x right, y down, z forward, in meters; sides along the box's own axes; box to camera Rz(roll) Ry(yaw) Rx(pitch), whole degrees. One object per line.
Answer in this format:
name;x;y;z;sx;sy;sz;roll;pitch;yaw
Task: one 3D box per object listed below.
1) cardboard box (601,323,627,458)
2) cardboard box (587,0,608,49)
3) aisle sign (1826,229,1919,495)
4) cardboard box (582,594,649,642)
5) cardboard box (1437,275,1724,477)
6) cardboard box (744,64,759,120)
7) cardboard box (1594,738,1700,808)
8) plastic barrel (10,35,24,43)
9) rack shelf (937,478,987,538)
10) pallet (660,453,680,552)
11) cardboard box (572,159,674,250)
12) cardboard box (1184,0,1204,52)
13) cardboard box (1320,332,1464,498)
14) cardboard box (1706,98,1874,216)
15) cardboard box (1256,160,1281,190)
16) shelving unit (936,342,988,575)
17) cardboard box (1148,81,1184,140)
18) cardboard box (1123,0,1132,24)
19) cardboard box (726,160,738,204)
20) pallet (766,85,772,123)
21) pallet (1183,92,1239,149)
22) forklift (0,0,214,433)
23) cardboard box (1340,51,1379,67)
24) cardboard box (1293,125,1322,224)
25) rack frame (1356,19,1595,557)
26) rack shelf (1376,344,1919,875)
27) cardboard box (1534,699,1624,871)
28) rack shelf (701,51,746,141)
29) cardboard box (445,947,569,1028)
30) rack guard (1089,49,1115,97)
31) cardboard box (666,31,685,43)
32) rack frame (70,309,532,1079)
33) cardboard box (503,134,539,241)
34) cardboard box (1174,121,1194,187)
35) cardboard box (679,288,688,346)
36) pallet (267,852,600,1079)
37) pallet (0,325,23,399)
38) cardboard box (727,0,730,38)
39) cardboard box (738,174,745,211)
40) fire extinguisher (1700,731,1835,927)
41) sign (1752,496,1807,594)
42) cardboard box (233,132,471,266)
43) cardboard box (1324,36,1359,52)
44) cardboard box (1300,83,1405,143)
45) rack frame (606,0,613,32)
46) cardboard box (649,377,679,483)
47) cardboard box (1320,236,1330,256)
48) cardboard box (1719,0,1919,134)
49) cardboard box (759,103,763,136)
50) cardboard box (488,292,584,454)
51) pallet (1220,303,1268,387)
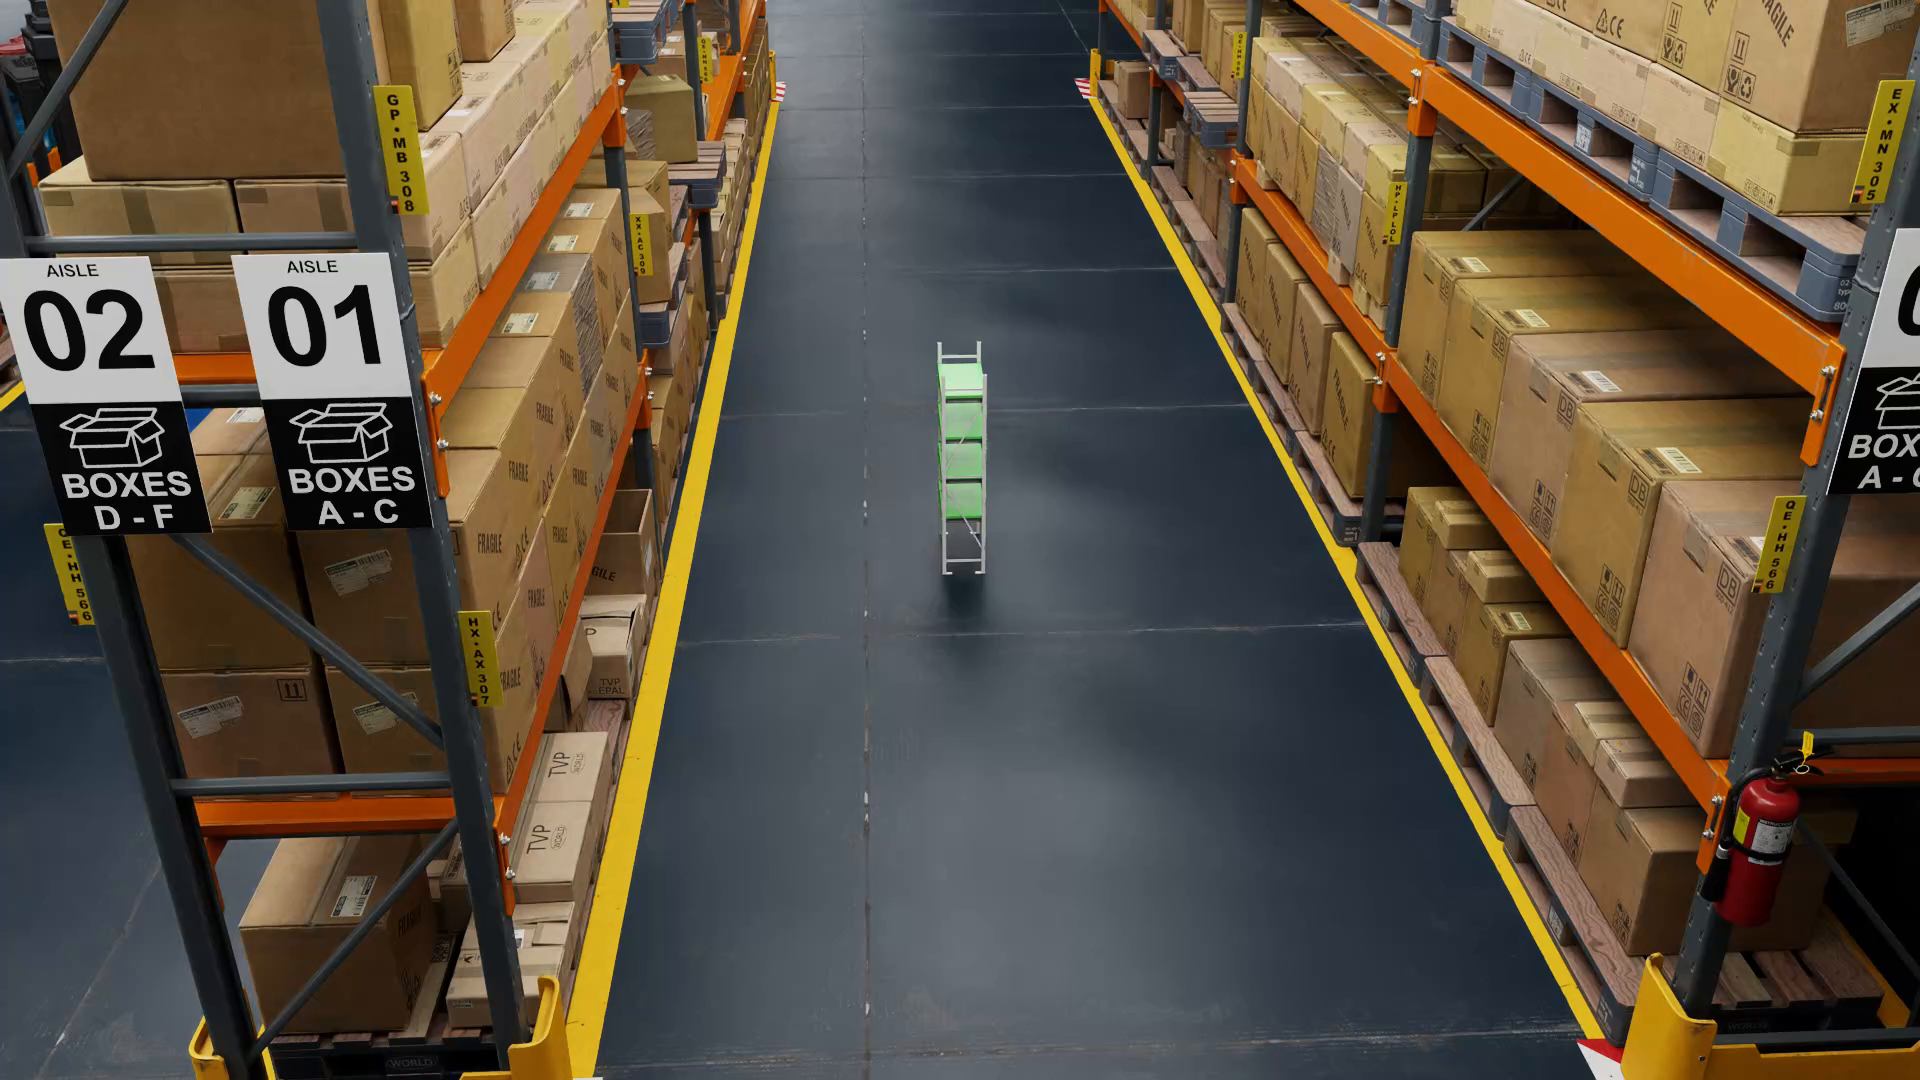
cardboard box;-1.853;-0.680;7.702;0.500;0.500;0.500;-1;28;-1
cardboard box;-1.867;-2.365;7.419;0.500;0.250;0.500;-1;28;-3
aisle sign;2.696;-0.484;4.624;0.394;0.787;0.004;-1;28;-3
cardboard box;-1.771;0.399;8.349;0.380;0.149;0.250;-1;28;-3
cardboard box;2.828;-0.764;7.648;0.980;0.700;0.700;-2;28;-4
cardboard box;-2.327;-4.545;16.928;0.500;0.500;0.500;-1;28;-3
cardboard box;2.667;0.886;6.354;0.380;0.149;0.250;-2;28;-3
plastic barrel;-7.659;-3.949;13.931;0.433;0.535;0.433;0;28;0
rack shelf;0.009;-0.186;9.467;0.258;0.148;0.480;-1;28;-3
pallet;-2.244;-0.236;9.975;1.003;0.211;1.213;-1;28;-3
cardboard box;-2.064;-1.869;9.528;0.700;0.500;0.500;3;28;5
cardboard box;2.380;-4.659;14.856;0.700;0.500;0.500;1;28;3
cardboard box;2.619;-0.750;9.814;0.750;0.750;0.750;-1;28;-2
cardboard box;2.689;-1.198;5.160;0.500;0.250;0.500;-1;28;-1
cardboard box;2.294;-2.565;11.675;0.380;0.149;0.250;-1;28;-1
shelving unit;0.009;-0.456;9.326;0.258;1.200;0.503;-1;28;-3
cardboard box;2.271;-4.479;17.322;0.500;0.500;0.500;-3;28;-7
cardboard box;1.979;-5.530;17.250;0.500;0.250;0.500;-2;28;-3
cardboard box;-2.194;-3.126;14.412;0.500;0.311;0.500;-2;28;-3
pallet;-2.708;-5.051;19.207;1.003;0.211;1.213;-1;28;-3
pallet;2.431;-3.308;13.057;1.213;0.211;1.003;-1;28;-3
forklift;-4.999;-1.906;10.236;1.130;2.935;3.031;-18;33;-31
cardboard box;2.880;-3.142;11.268;0.500;0.250;0.500;-2;28;-4
cardboard box;2.422;-2.310;10.484;0.500;0.500;0.500;-1;28;-1
rack frame;2.783;-1.220;8.845;1.000;3.000;0.127;-1;28;-3
rack shelf;2.888;0.023;7.240;1.077;0.370;4.000;-1;28;-3
cardboard box;2.829;0.998;6.842;0.700;0.500;0.500;-1;28;-3
rack shelf;-2.477;-3.550;14.091;1.077;0.370;4.000;-1;28;-3
cardboard box;-1.633;1.616;6.014;0.380;0.149;0.250;-1;28;-3
rack guard;2.161;-5.618;19.981;1.175;0.500;0.348;-1;28;-3
cardboard box;-2.504;-4.007;14.082;0.500;0.500;0.500;-1;28;-3
rack frame;-1.955;0.749;5.070;1.000;3.000;0.127;-1;28;-3
cardboard box;-1.769;-1.220;5.764;0.500;0.250;0.500;-1;28;-3
cardboard box;2.420;-3.661;15.754;0.700;0.500;0.500;0;28;-1
cardboard box;-2.024;-1.440;10.684;0.500;0.250;0.500;-2;28;-4
pallet;-2.001;1.582;6.488;1.003;0.211;1.213;-1;28;-3
pallet;-7.236;-1.228;11.876;1.003;0.211;1.213;-1;28;-3
cardboard box;-2.645;-5.285;16.532;0.700;0.500;0.500;-2;28;-3
cardboard box;-2.218;-3.105;14.980;0.500;0.250;0.500;-1;28;-2
fire extinguisher;2.539;0.908;5.252;0.296;0.674;0.183;-1;28;-3
sign;2.449;0.016;4.968;0.100;0.325;0.005;-1;28;-3
cardboard box;-1.722;-0.980;4.763;0.500;0.250;0.500;-1;28;-3
cardboard box;2.857;-3.381;11.727;0.500;0.250;0.500;-1;28;-1
cardboard box;2.432;-2.654;10.332;0.500;0.250;0.500;-2;28;-4
rack frame;-2.164;-3.758;7.225;1.000;3.000;0.127;-1;28;-3
cardboard box;-1.984;-0.660;10.000;0.500;0.500;0.500;-1;28;-2
cardboard box;2.460;-1.854;10.311;0.380;0.149;0.250;-2;28;-4
cardboard box;2.681;-1.530;4.986;0.500;0.500;0.500;-1;28;-3
cardboard box;-2.345;-4.443;17.545;0.500;0.250;0.500;-1;28;-3
cardboard box;-1.798;-0.657;6.577;0.500;0.500;0.500;-2;28;-3
pallet;2.540;-1.465;12.330;1.003;0.211;1.213;-1;28;-3
